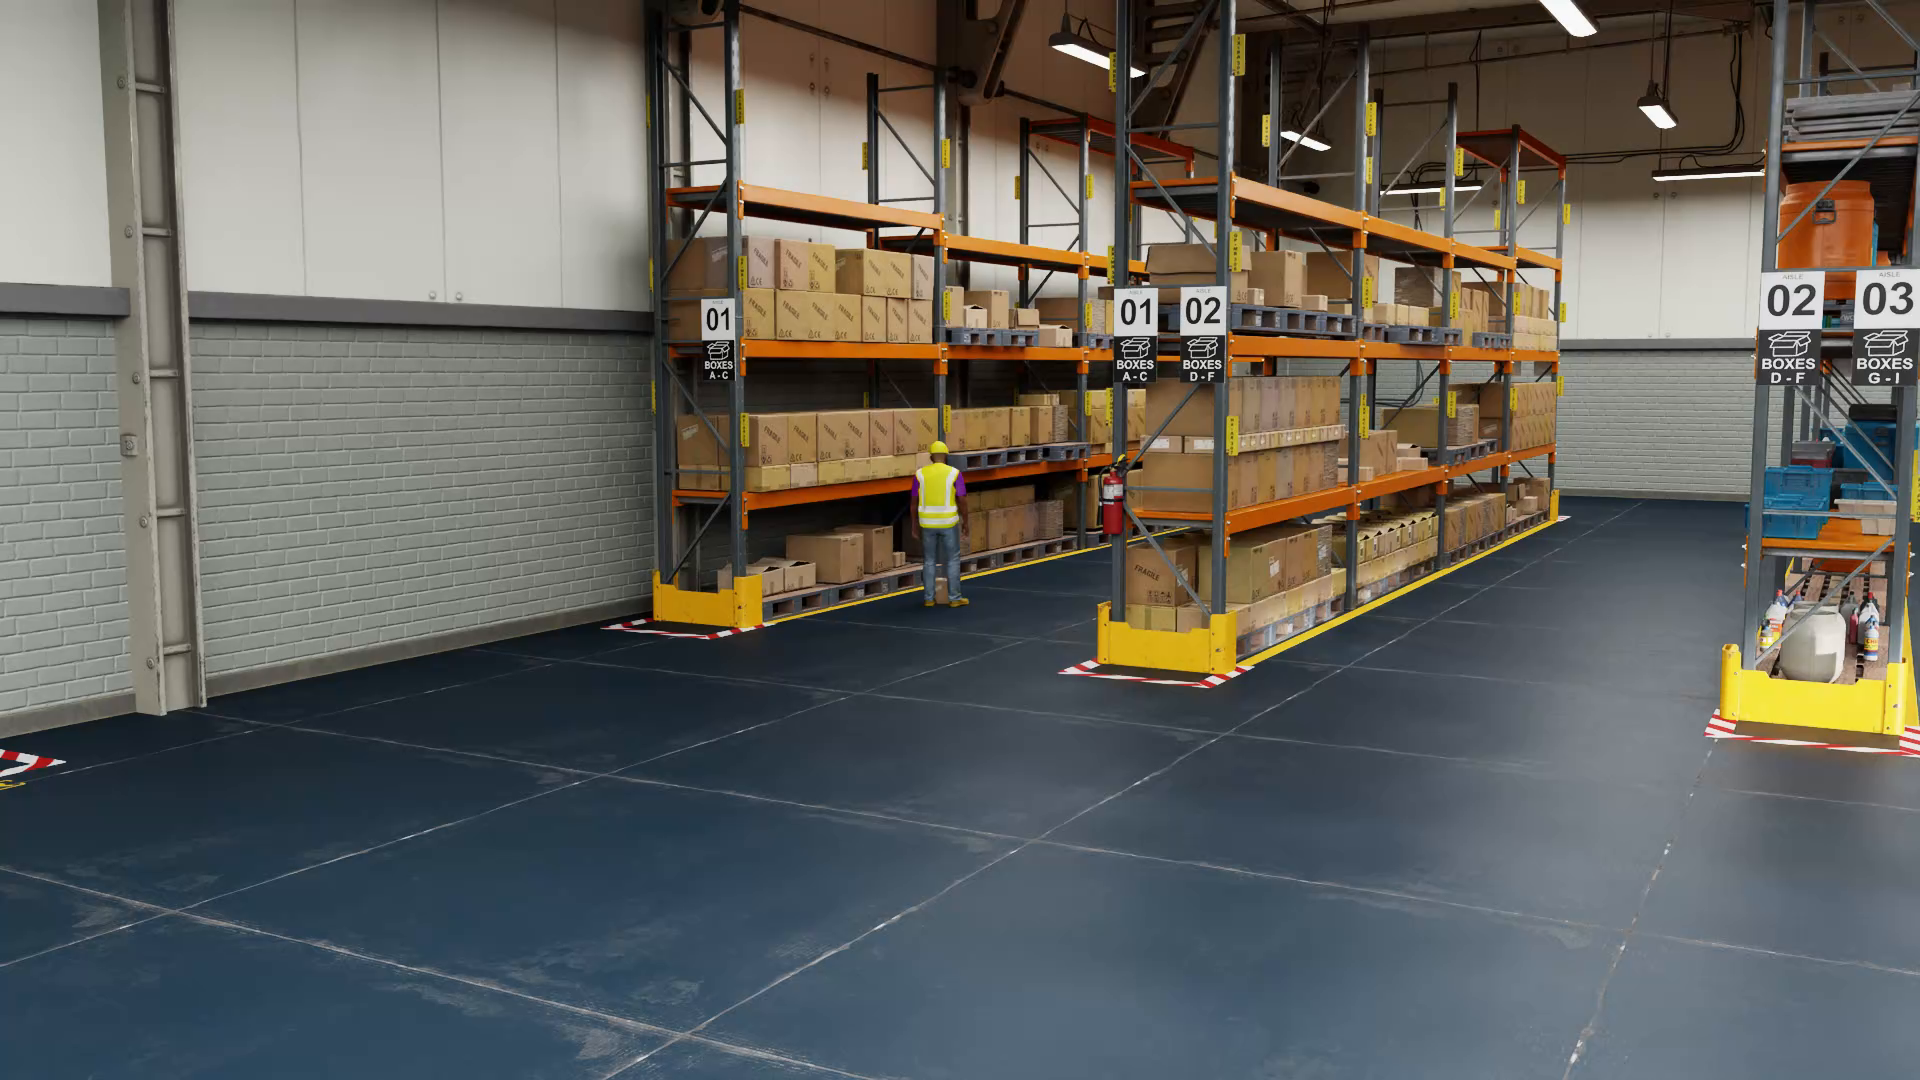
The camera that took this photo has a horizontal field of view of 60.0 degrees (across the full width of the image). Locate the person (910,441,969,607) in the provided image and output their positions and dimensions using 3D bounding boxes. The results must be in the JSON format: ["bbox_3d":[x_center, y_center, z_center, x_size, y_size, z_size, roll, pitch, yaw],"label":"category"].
[{"bbox_3d":[-0.214,-0.174,17.743,0.632,1.759,0.462,1,6,12],"label":"person"}]
